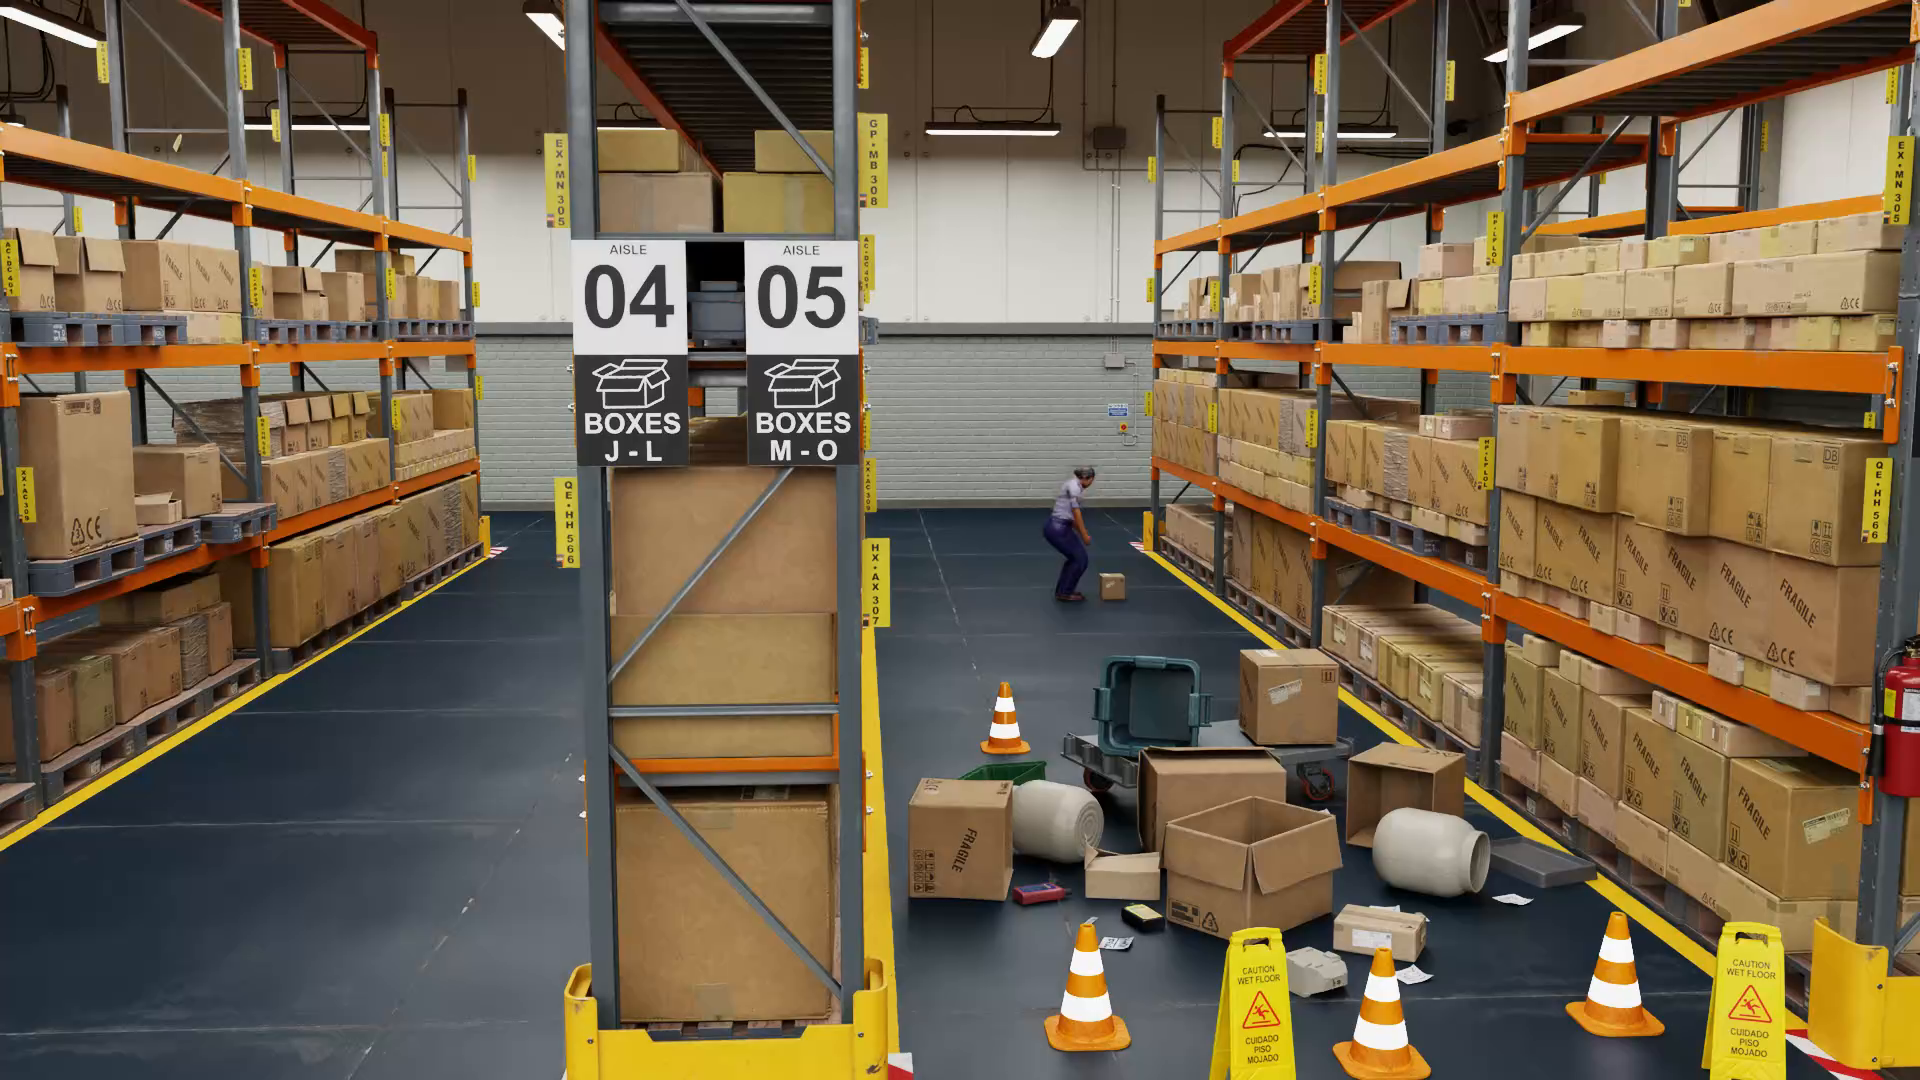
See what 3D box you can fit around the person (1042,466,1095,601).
[{"bbox_3d":[1.195,-0.083,18.285,0.572,1.469,0.528,0,7,-3],"label":"person"}]
